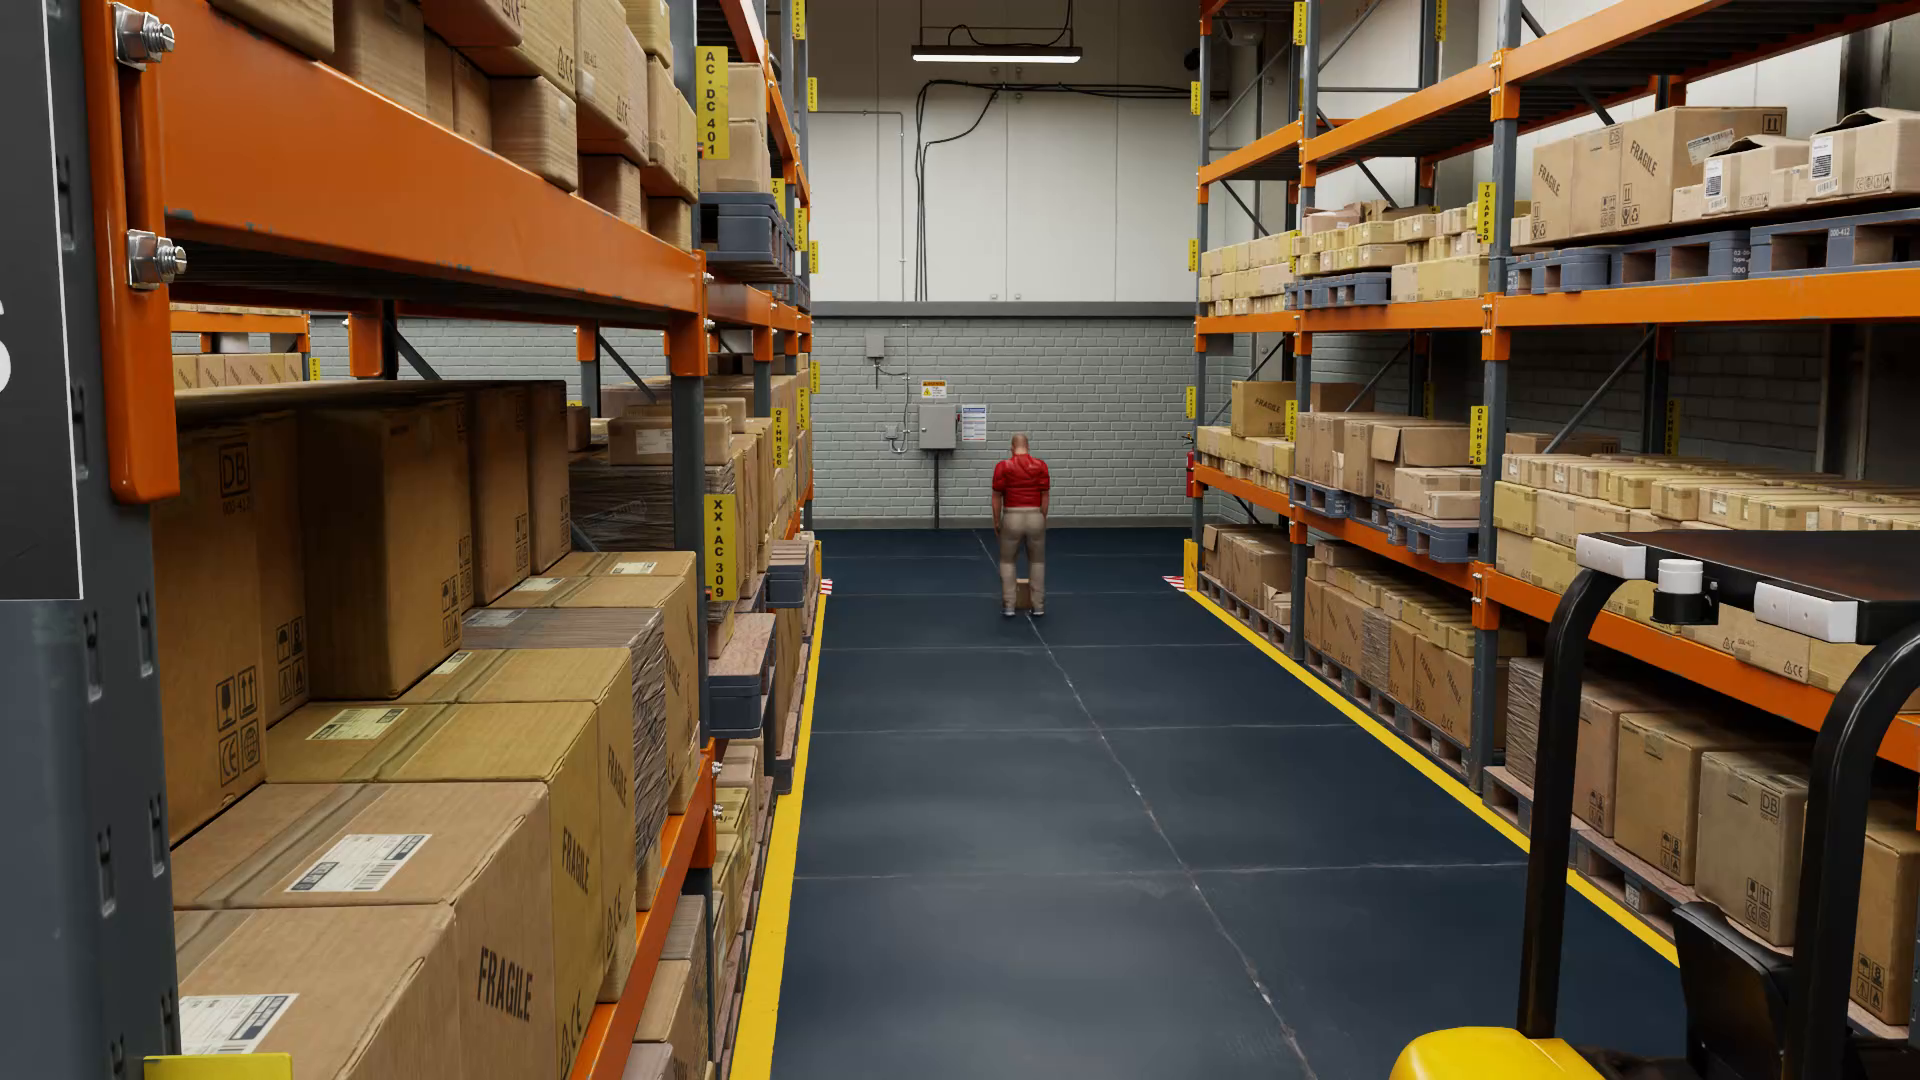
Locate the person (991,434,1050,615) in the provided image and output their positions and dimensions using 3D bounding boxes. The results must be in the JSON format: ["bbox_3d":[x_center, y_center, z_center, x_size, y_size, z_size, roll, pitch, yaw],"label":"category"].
[{"bbox_3d":[0.565,-0.134,15.589,0.544,1.705,0.376,0,7,-2],"label":"person"}]
